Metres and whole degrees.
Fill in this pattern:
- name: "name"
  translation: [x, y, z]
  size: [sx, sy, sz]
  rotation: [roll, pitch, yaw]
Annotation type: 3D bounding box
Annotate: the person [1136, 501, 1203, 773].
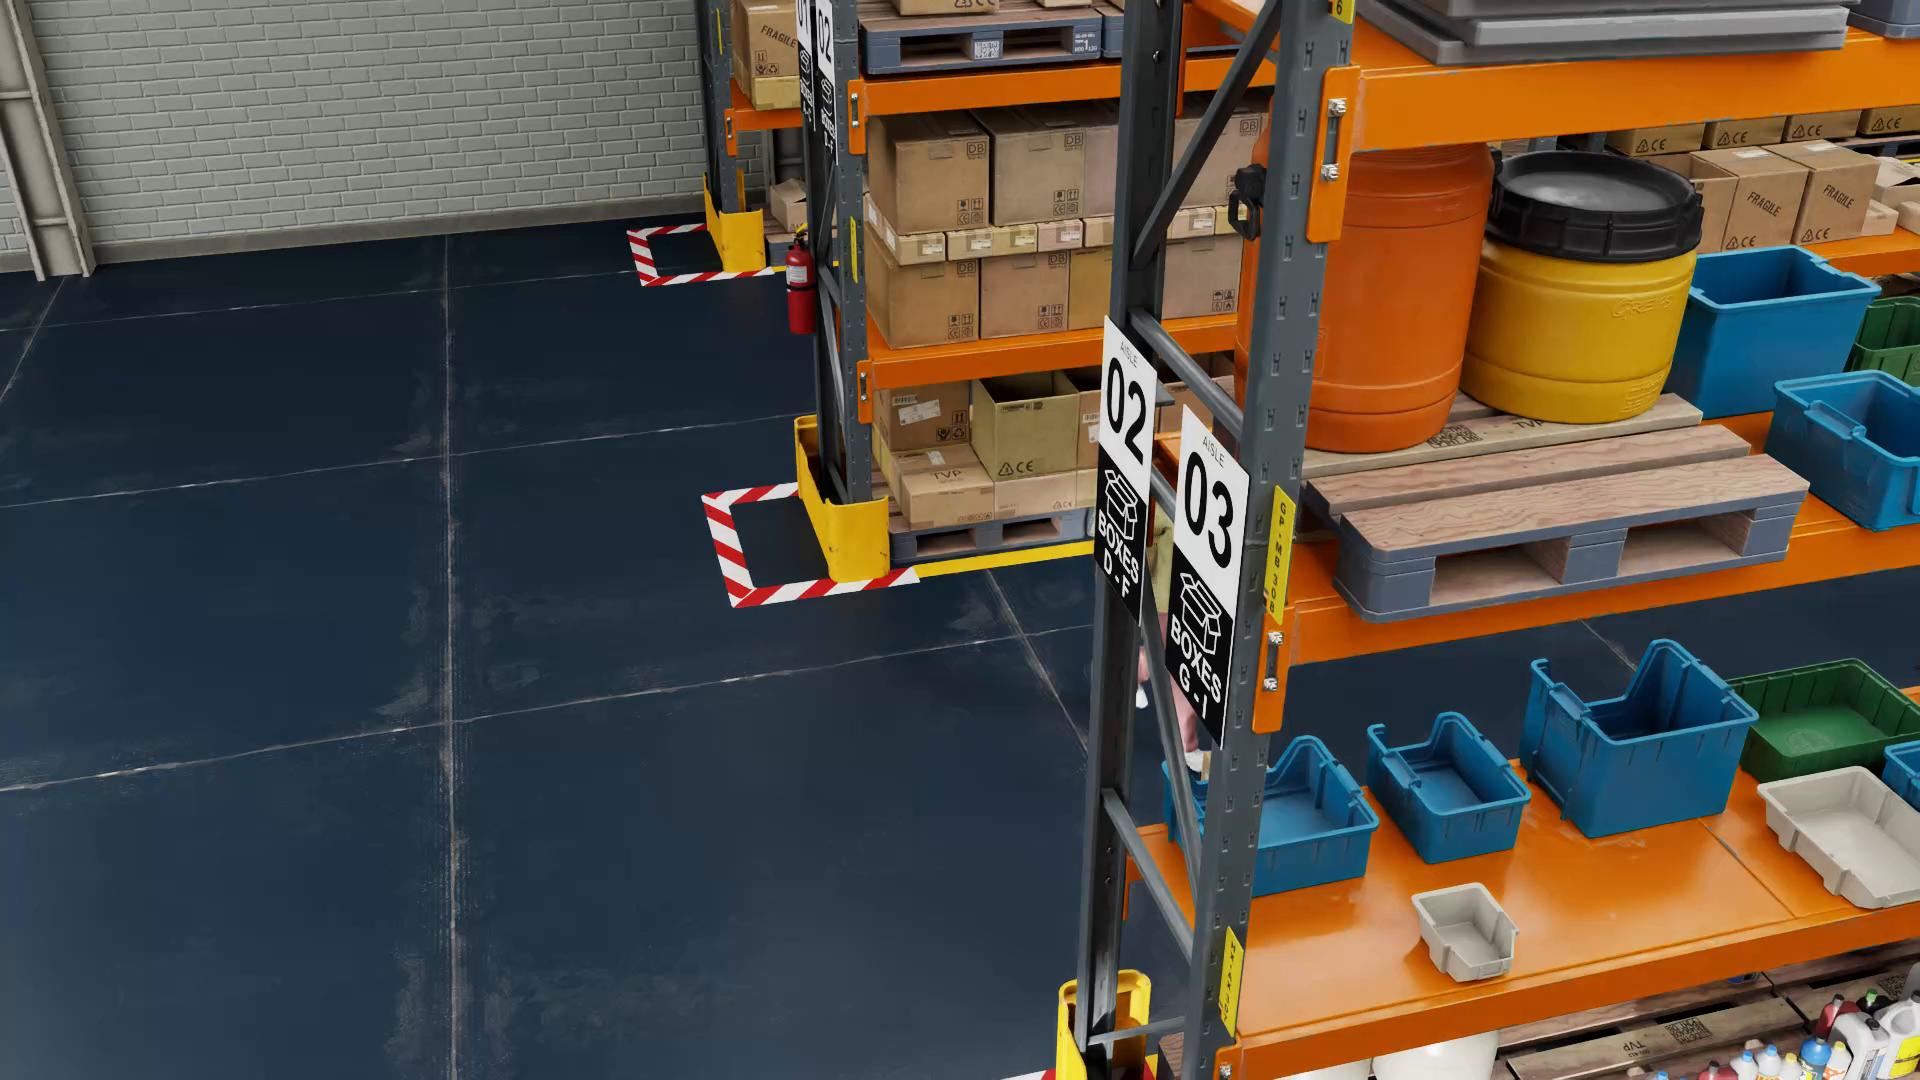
- name: "person"
  translation: [0.980, 0.265, 7.768]
  size: [0.755, 1.661, 0.467]
  rotation: [23, 37, 33]
